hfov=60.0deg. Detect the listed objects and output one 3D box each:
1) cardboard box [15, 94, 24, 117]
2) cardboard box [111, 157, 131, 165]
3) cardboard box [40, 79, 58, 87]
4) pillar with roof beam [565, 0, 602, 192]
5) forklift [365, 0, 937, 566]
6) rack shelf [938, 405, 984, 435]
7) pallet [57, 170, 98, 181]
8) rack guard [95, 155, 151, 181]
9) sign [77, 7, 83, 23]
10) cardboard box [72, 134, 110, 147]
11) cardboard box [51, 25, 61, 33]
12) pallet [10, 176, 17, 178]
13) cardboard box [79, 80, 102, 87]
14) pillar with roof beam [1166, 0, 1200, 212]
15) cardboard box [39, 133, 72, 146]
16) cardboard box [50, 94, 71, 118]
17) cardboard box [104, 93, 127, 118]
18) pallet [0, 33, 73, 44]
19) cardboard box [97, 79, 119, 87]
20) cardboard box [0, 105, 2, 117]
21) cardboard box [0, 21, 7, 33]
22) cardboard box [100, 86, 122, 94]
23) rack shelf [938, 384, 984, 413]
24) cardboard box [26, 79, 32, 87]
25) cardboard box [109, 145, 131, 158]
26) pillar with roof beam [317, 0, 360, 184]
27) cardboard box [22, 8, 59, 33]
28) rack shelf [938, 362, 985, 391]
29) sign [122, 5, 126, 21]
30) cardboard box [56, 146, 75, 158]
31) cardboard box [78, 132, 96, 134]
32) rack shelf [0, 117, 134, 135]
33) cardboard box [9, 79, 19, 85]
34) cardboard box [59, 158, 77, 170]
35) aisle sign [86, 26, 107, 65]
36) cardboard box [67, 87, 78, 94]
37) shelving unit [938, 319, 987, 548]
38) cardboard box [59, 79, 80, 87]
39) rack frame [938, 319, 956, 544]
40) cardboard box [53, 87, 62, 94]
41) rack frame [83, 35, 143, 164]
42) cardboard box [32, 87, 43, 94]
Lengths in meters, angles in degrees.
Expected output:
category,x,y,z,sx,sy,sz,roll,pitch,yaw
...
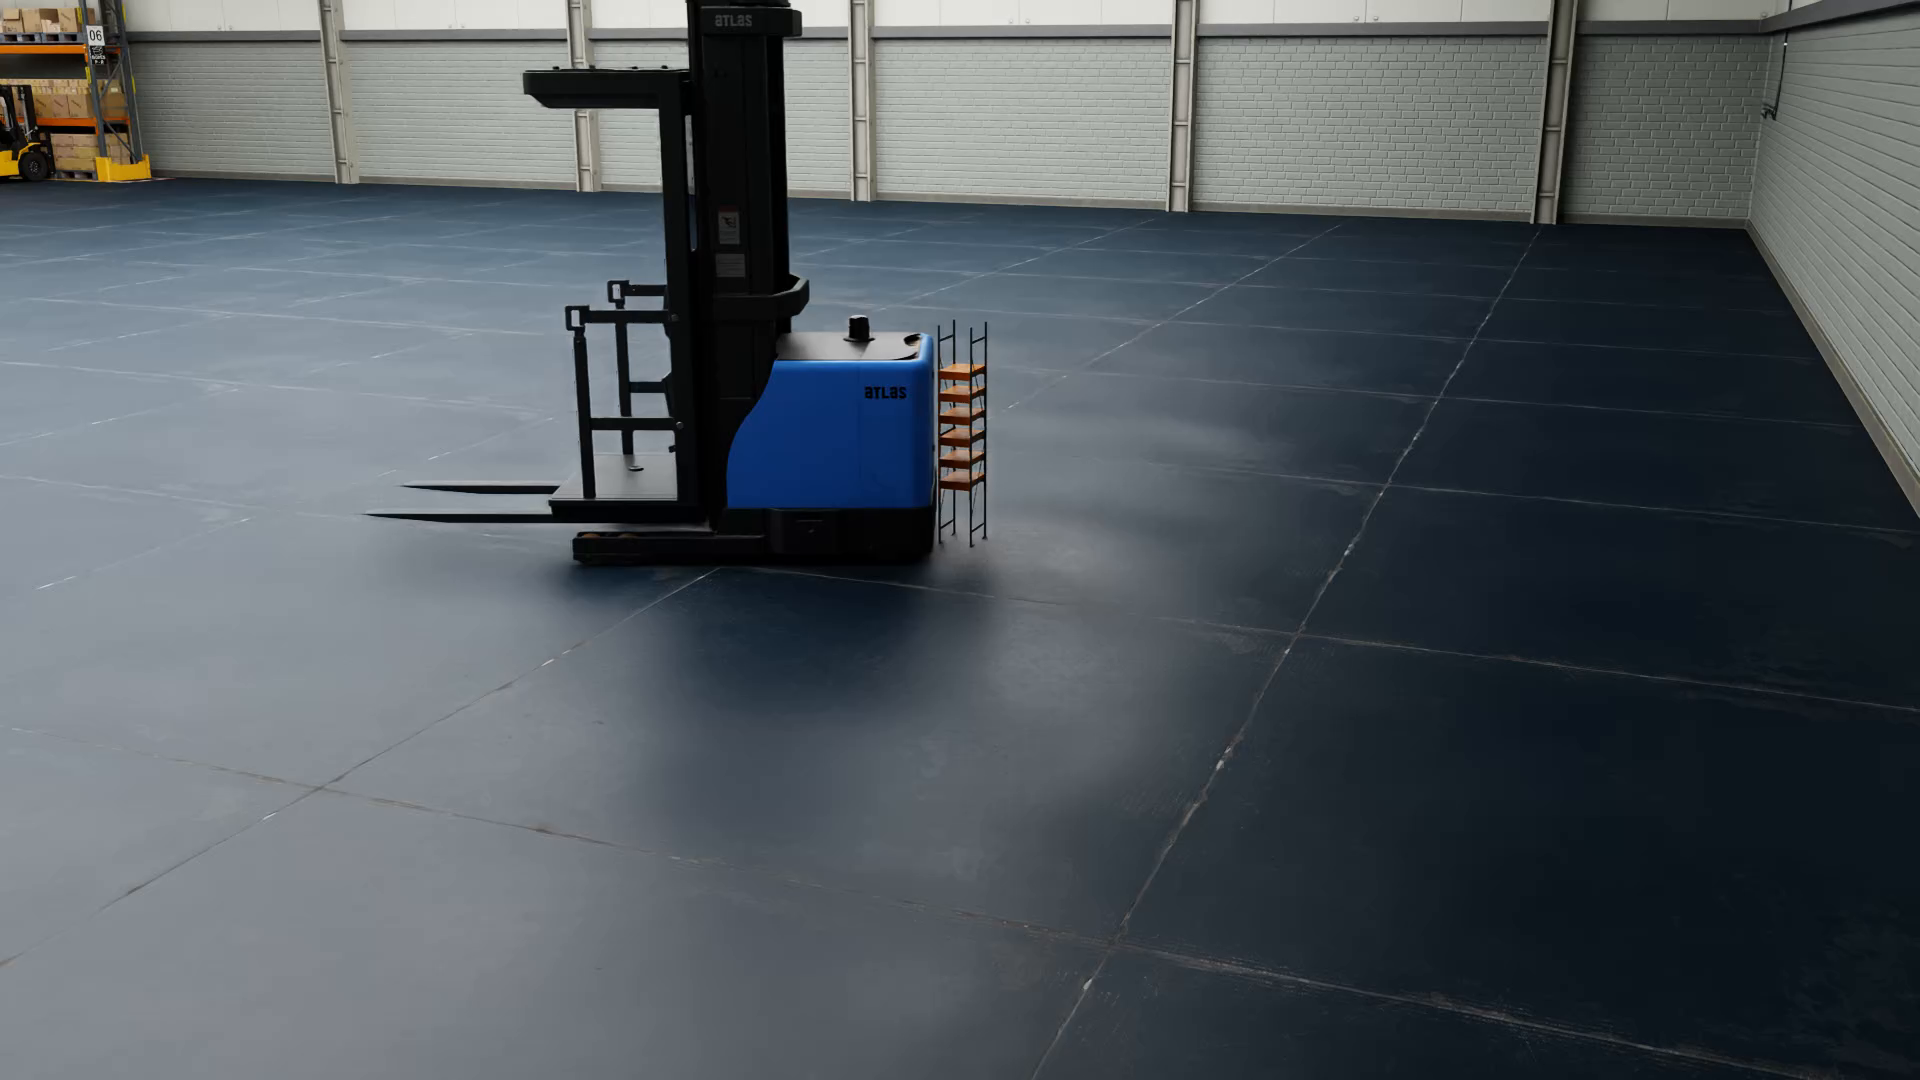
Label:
category,x,y,z,sx,sy,sz,roll,pitch,yaw
cardboard box,-20.194,-9.486,36.289,0.500,0.500,0.500,6,17,21
cardboard box,-18.597,-8.281,36.498,0.500,0.250,0.500,6,17,21
cardboard box,-19.604,-9.863,35.892,0.250,0.149,0.380,7,18,22
pillar with roof beam,-8.946,-10.141,27.965,0.400,9.000,9.100,6,17,21
forklift,-1.655,-1.421,8.811,3.031,2.935,1.130,0,16,1
rack shelf,0.013,-0.647,8.980,0.180,0.103,0.258,6,17,21
pallet,-18.939,-8.028,36.446,1.213,0.211,1.003,6,17,21
rack guard,-18.190,-8.096,36.166,0.348,0.500,1.175,6,17,21
sign,-18.424,-10.988,34.815,0.005,0.325,0.100,6,17,21
cardboard box,-18.755,-8.627,35.895,0.500,0.250,0.500,7,18,22
cardboard box,-19.094,-10.875,35.391,0.250,0.149,0.380,6,17,19
pallet,-21.209,-8.277,37.306,1.213,0.211,1.003,6,17,21
cardboard box,-18.623,-9.784,35.618,0.250,0.149,0.380,6,17,21
pillar with roof beam,2.217,-8.914,23.737,0.400,9.000,9.100,6,17,21
cardboard box,-19.705,-8.727,36.238,0.500,0.250,0.500,7,17,21
cardboard box,-19.245,-9.385,35.942,0.500,0.500,0.500,7,18,22
cardboard box,-18.571,-9.470,36.234,0.500,0.500,0.500,7,18,22
pallet,-19.999,-10.901,36.120,1.213,0.211,1.003,6,17,21
cardboard box,-18.446,-9.891,35.989,0.250,0.149,0.380,6,17,20
cardboard box,-21.125,-9.594,36.663,0.500,0.500,0.500,7,17,22
cardboard box,-20.664,-11.103,35.969,0.258,0.266,0.396,6,17,19
cardboard box,-18.432,-9.761,36.072,0.250,0.149,0.380,6,17,19
rack shelf,0.013,-0.763,8.947,0.180,0.103,0.258,6,17,21
cardboard box,-20.052,-9.939,36.153,0.250,0.149,0.380,7,17,21
cardboard box,-18.573,-8.522,36.432,0.500,0.250,0.500,7,17,22
pillar with roof beam,-14.527,-10.755,30.079,0.400,9.000,9.100,6,17,21
cardboard box,-19.629,-11.150,35.709,0.500,0.500,0.700,6,17,21
rack shelf,0.013,-0.878,8.913,0.180,0.103,0.258,6,17,21
sign,-18.003,-11.341,35.768,0.005,0.325,0.100,6,17,21
cardboard box,-19.242,-8.443,36.159,0.500,0.250,0.500,6,17,20
cardboard box,-19.056,-8.809,36.522,0.500,0.250,0.500,6,17,21
rack shelf,-20.073,-9.158,36.631,4.000,0.370,1.077,6,17,21
cardboard box,-20.518,-9.990,36.329,0.250,0.149,0.380,6,17,20
cardboard box,-19.224,-8.200,36.217,0.500,0.250,0.500,6,17,21
aisle sign,-18.259,-10.465,35.178,0.004,0.787,0.394,6,17,21
cardboard box,-18.886,-9.640,35.657,0.250,0.149,0.380,7,17,22
shelving unit,0.013,-0.575,9.001,0.189,1.200,0.258,6,17,21
cardboard box,-19.117,-9.821,35.745,0.250,0.149,0.380,7,17,22
rack frame,-0.072,-0.584,9.034,0.006,1.200,0.240,6,17,21
cardboard box,-19.331,-9.711,35.900,0.250,0.149,0.380,6,17,20
rack frame,-18.212,-9.299,35.826,0.127,3.000,1.000,6,17,21
cardboard box,-19.840,-9.746,36.023,0.250,0.149,0.380,6,17,21
